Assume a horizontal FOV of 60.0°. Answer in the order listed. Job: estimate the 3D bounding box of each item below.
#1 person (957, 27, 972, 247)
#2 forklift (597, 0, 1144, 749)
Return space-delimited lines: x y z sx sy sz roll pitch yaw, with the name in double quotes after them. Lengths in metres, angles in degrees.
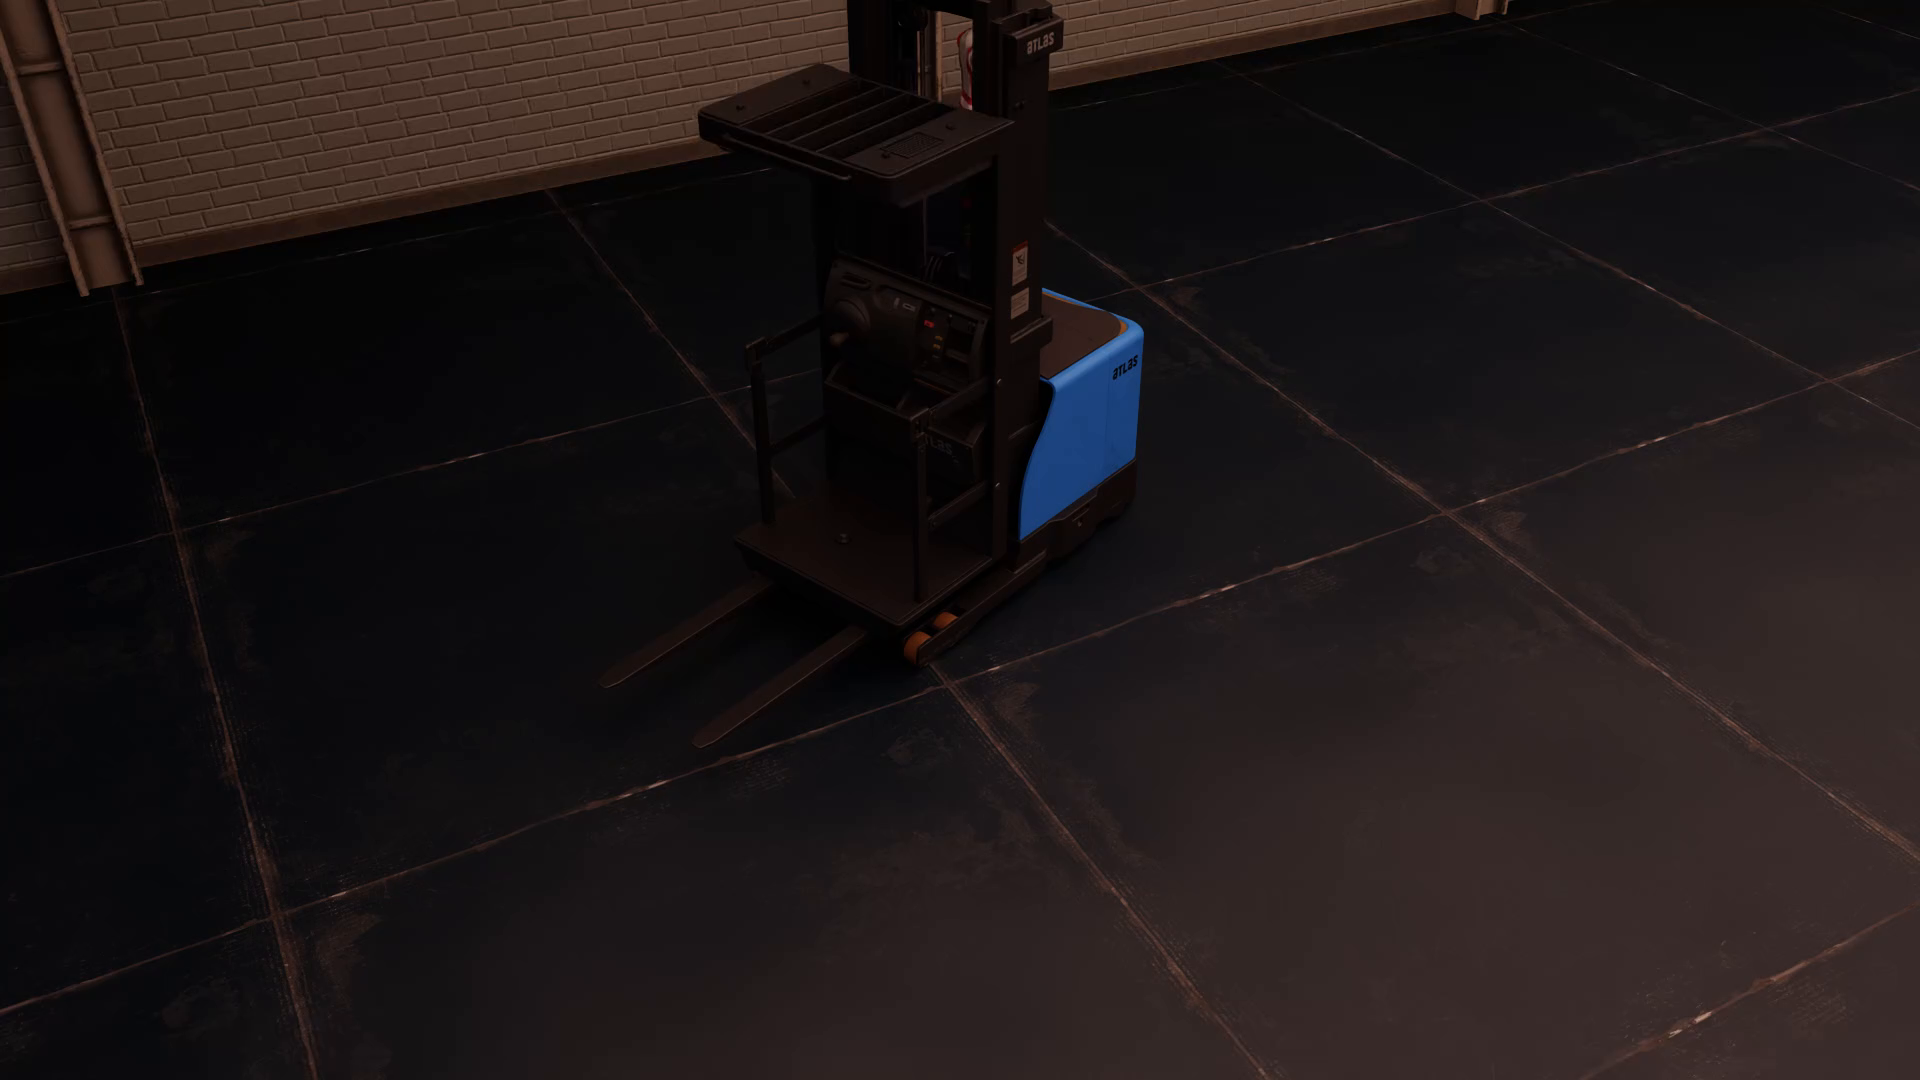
0.180 -2.750 11.001 0.348 1.795 0.538 -8 36 -12 "person"
-0.390 -0.927 7.434 1.130 2.935 3.031 26 43 31 "forklift"
